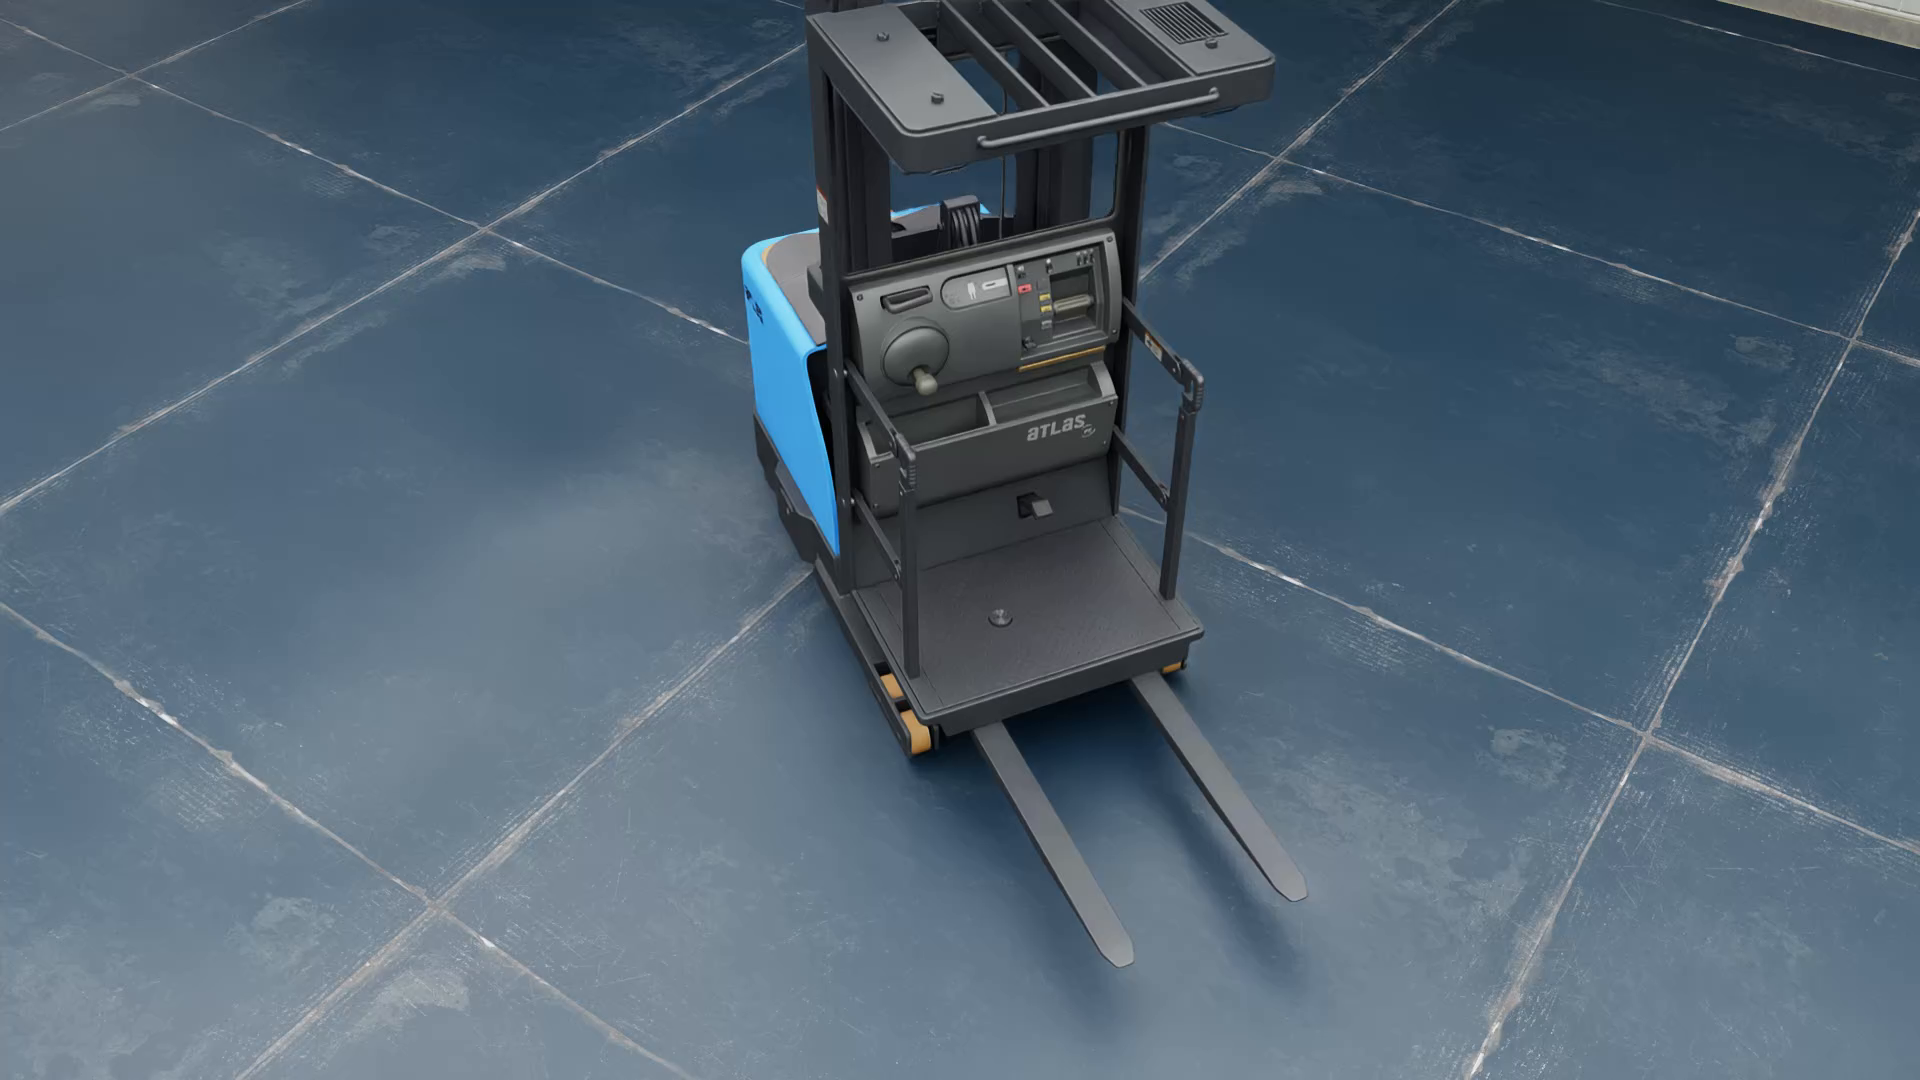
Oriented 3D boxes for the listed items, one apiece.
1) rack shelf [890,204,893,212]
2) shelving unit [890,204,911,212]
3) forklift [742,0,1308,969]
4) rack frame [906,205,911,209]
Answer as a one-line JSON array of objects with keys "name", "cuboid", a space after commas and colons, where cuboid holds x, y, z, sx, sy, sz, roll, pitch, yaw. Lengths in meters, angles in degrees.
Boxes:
[{"name": "rack shelf", "cuboid": [-0.338, -1.205, 6.899, 0.215, 0.259, 0.240, -16, 44, -17]}, {"name": "shelving unit", "cuboid": [-0.338, -1.001, 7.081, 0.215, 1.050, 0.252, -16, 44, -17]}, {"name": "forklift", "cuboid": [0.185, -0.658, 5.288, 1.130, 2.935, 3.031, -16, 44, -17]}, {"name": "rack frame", "cuboid": [-0.290, -0.926, 6.998, 0.200, 1.050, 0.008, -16, 44, -17]}]
